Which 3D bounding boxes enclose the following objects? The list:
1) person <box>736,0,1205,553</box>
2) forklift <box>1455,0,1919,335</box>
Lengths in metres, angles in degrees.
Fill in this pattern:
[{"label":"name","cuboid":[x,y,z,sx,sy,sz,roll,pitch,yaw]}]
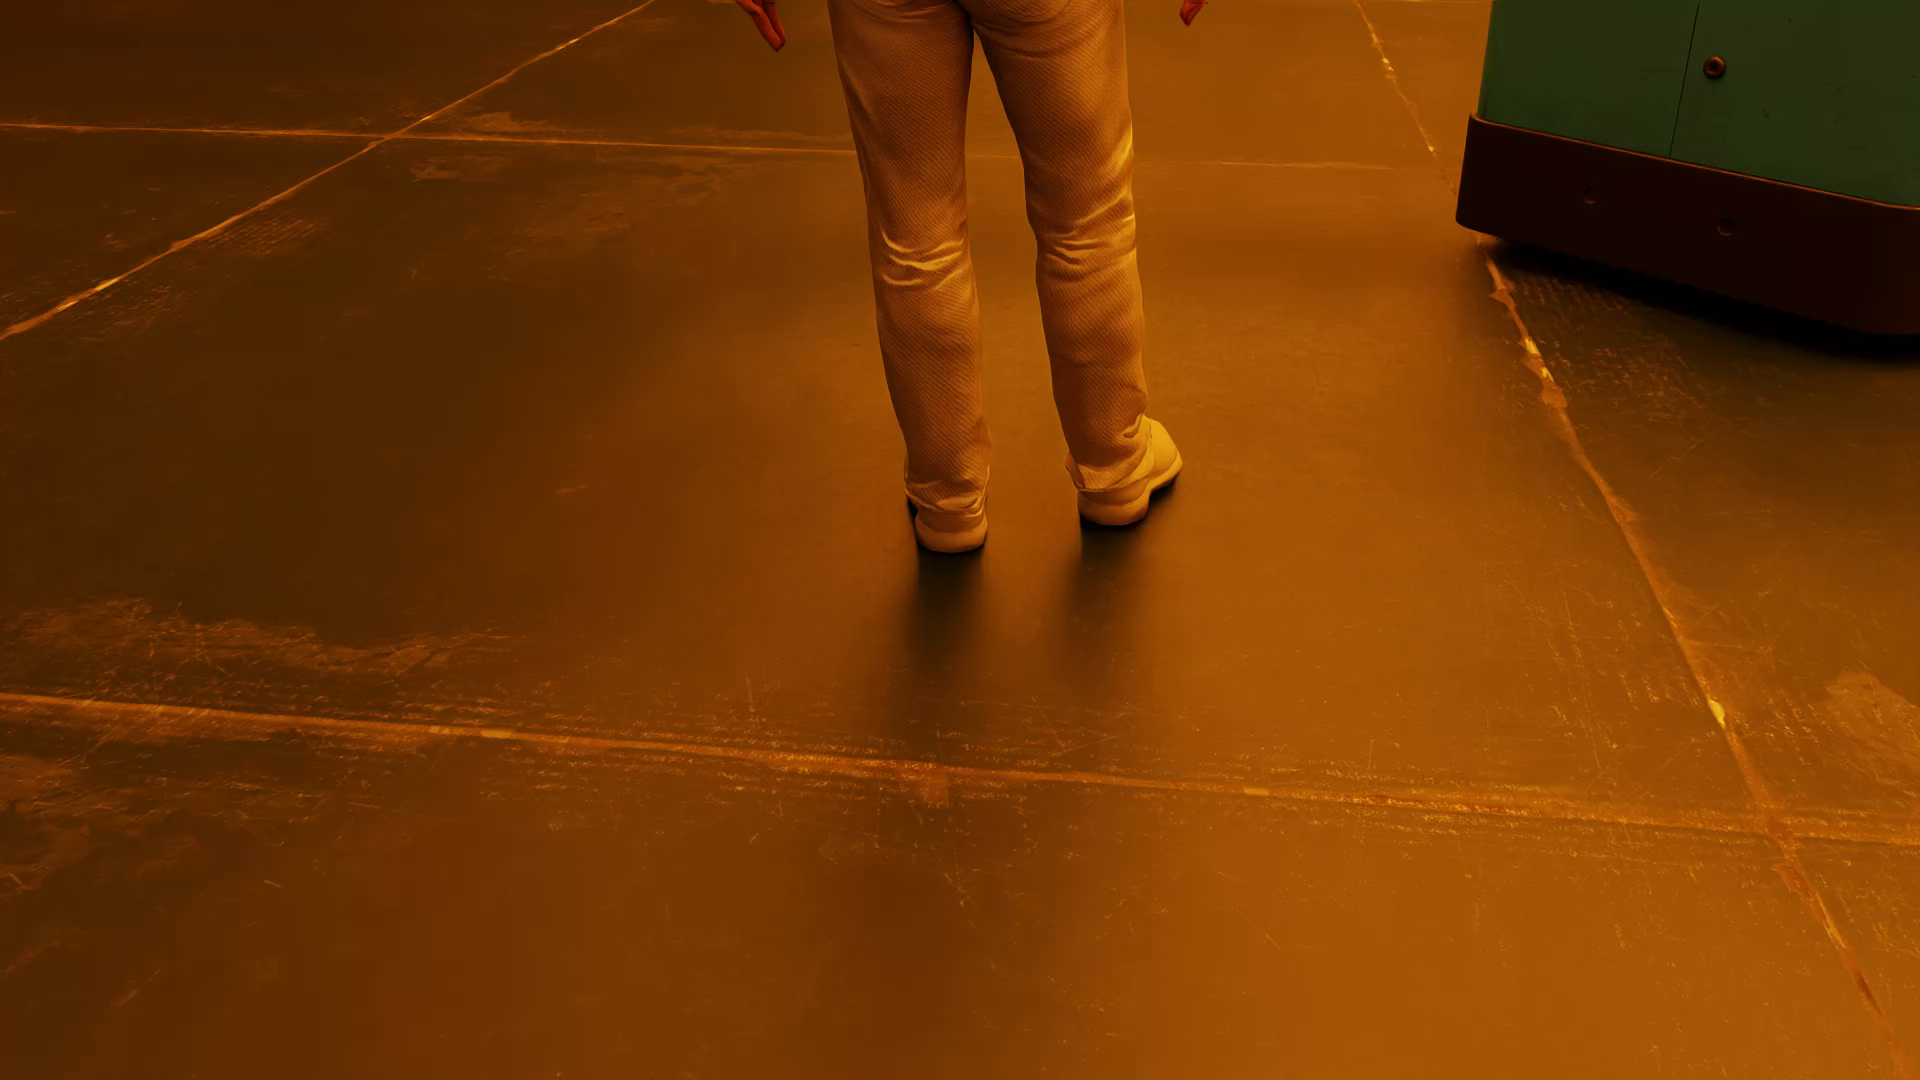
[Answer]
[{"label":"person","cuboid":[0.014,-0.827,2.164,0.666,1.768,0.575,3,27,7]},{"label":"forklift","cuboid":[2.604,-2.211,3.648,3.031,2.935,1.130,-19,32,-34]}]
